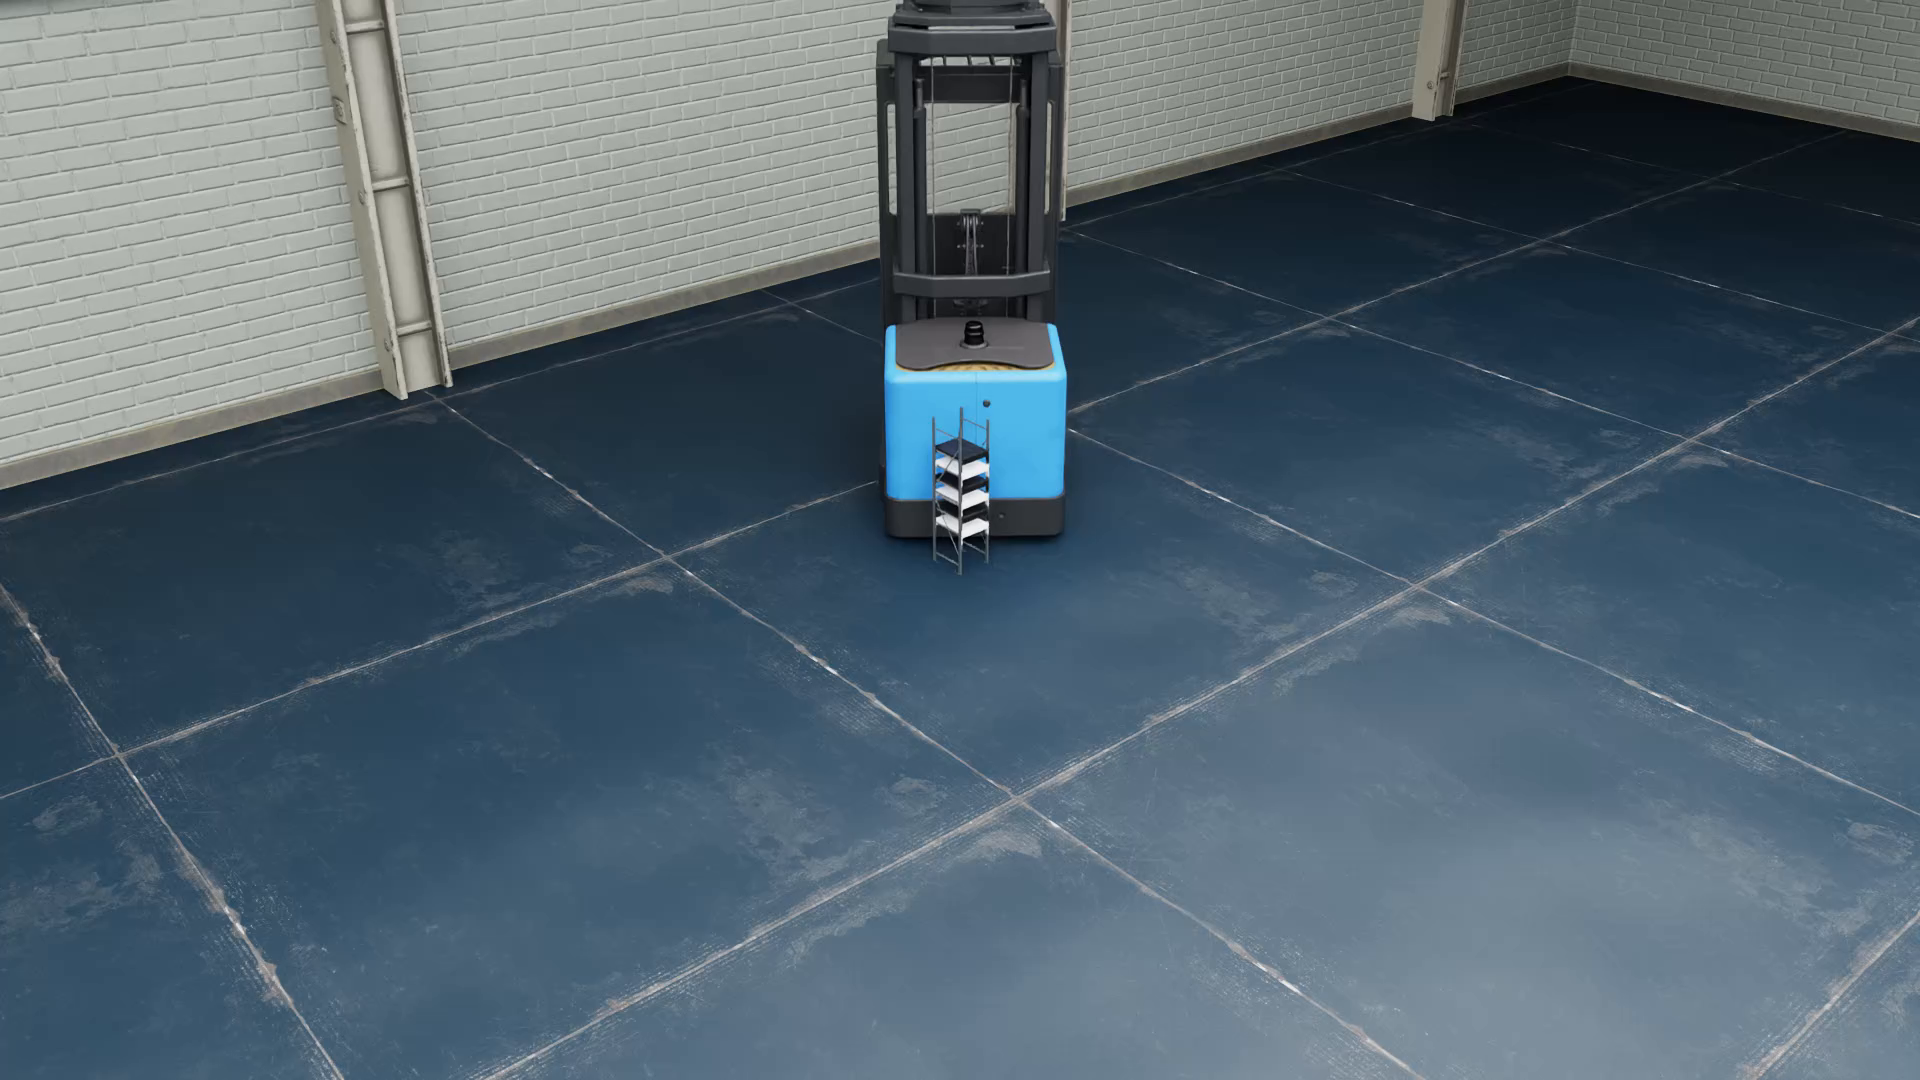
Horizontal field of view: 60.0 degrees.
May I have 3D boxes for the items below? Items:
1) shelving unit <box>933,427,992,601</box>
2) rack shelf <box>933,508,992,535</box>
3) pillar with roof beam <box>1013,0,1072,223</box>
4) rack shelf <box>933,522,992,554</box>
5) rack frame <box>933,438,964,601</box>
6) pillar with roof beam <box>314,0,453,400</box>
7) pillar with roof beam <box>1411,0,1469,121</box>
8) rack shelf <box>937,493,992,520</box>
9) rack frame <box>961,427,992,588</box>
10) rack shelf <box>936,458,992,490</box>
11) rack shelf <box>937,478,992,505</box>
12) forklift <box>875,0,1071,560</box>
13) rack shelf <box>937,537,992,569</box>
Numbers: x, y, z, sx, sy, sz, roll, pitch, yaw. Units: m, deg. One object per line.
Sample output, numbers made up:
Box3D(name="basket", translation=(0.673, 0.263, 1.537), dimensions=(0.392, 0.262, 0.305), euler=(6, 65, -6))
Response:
Box3D(name="shelving unit", translation=(0.014, -0.138, 9.054), dimensions=(0.210, 0.900, 0.258), euler=(-23, 36, -36))
Box3D(name="rack shelf", translation=(0.014, -0.109, 9.070), dimensions=(0.200, 0.077, 0.258), euler=(-23, 36, -36))
Box3D(name="pillar with roof beam", translation=(3.515, -5.352, 10.217), dimensions=(0.400, 9.000, 9.100), euler=(-22, 35, -35))
Box3D(name="rack shelf", translation=(0.014, -0.030, 9.112), dimensions=(0.200, 0.077, 0.258), euler=(-23, 36, -36))
Box3D(name="rack frame", translation=(-0.062, -0.106, 8.994), dimensions=(0.006, 0.900, 0.240), euler=(-23, 36, -36))
Box3D(name="pillar with roof beam", translation=(-1.049, -3.516, 6.782), dimensions=(0.400, 9.000, 9.100), euler=(-22, 35, -35))
Box3D(name="pillar with roof beam", translation=(8.080, -7.187, 13.651), dimensions=(0.400, 9.000, 9.100), euler=(-22, 35, -35))
Box3D(name="rack shelf", translation=(0.014, -0.188, 9.027), dimensions=(0.200, 0.077, 0.258), euler=(-23, 36, -36))
Box3D(name="rack frame", translation=(0.089, -0.170, 9.114), dimensions=(0.006, 0.900, 0.240), euler=(-23, 36, -36))
Box3D(name="rack shelf", translation=(0.014, -0.347, 8.943), dimensions=(0.200, 0.077, 0.258), euler=(-23, 36, -36))
Box3D(name="rack shelf", translation=(0.014, -0.268, 8.985), dimensions=(0.200, 0.077, 0.258), euler=(-23, 36, -36))
Box3D(name="forklift", translation=(0.055, -1.834, 10.072), dimensions=(1.130, 2.935, 3.031), euler=(-1, 28, -1))
Box3D(name="rack shelf", translation=(0.014, 0.050, 9.155), dimensions=(0.200, 0.077, 0.258), euler=(-23, 36, -36))
